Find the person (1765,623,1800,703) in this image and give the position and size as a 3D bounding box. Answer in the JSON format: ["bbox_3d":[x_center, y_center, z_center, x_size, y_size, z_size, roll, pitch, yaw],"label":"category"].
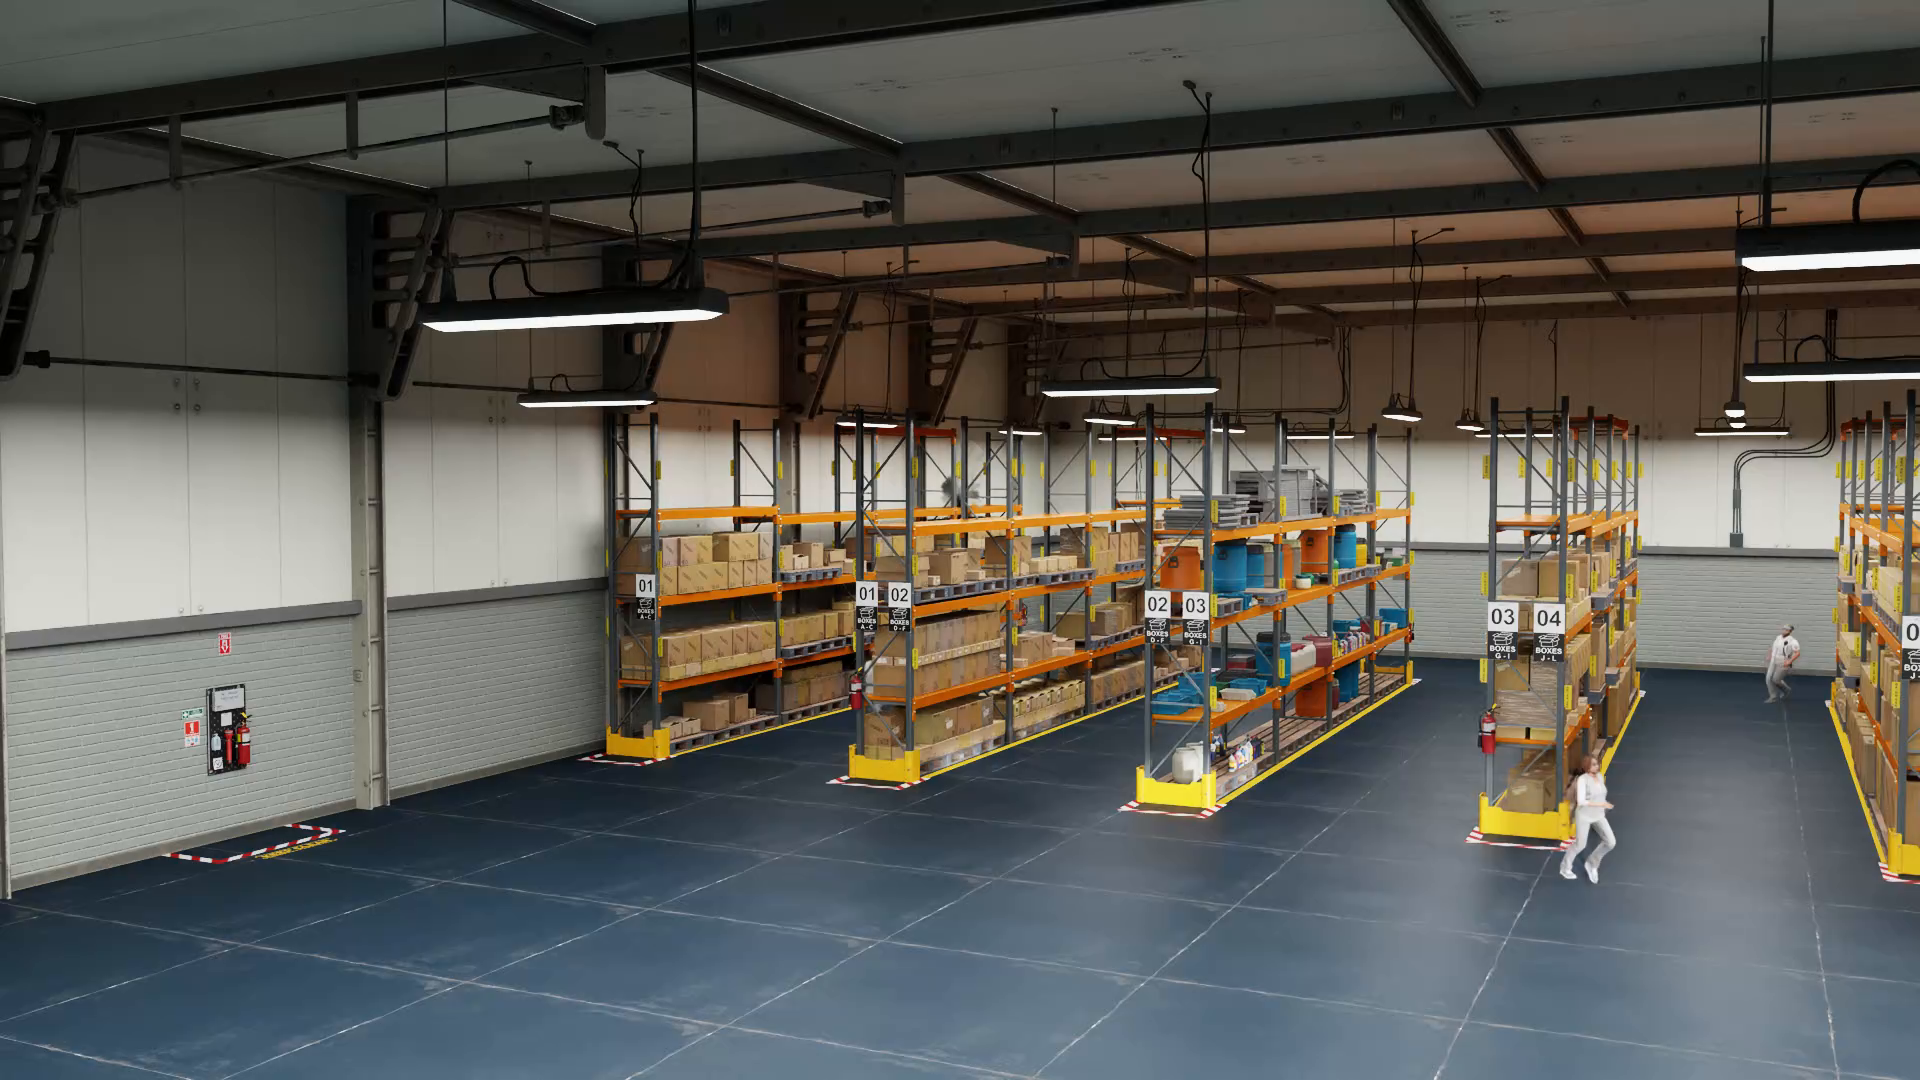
[{"bbox_3d":[17.639,2.647,35.740,0.528,1.737,0.719,-1,3,-21],"label":"person"}]

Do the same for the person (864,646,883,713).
[{"bbox_3d":[-1.528,2.821,30.135,0.672,1.814,0.903,1,3,25],"label":"person"}]

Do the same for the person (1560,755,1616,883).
[{"bbox_3d":[7.599,3.356,20.007,0.555,1.545,0.786,-1,3,-22],"label":"person"}]
